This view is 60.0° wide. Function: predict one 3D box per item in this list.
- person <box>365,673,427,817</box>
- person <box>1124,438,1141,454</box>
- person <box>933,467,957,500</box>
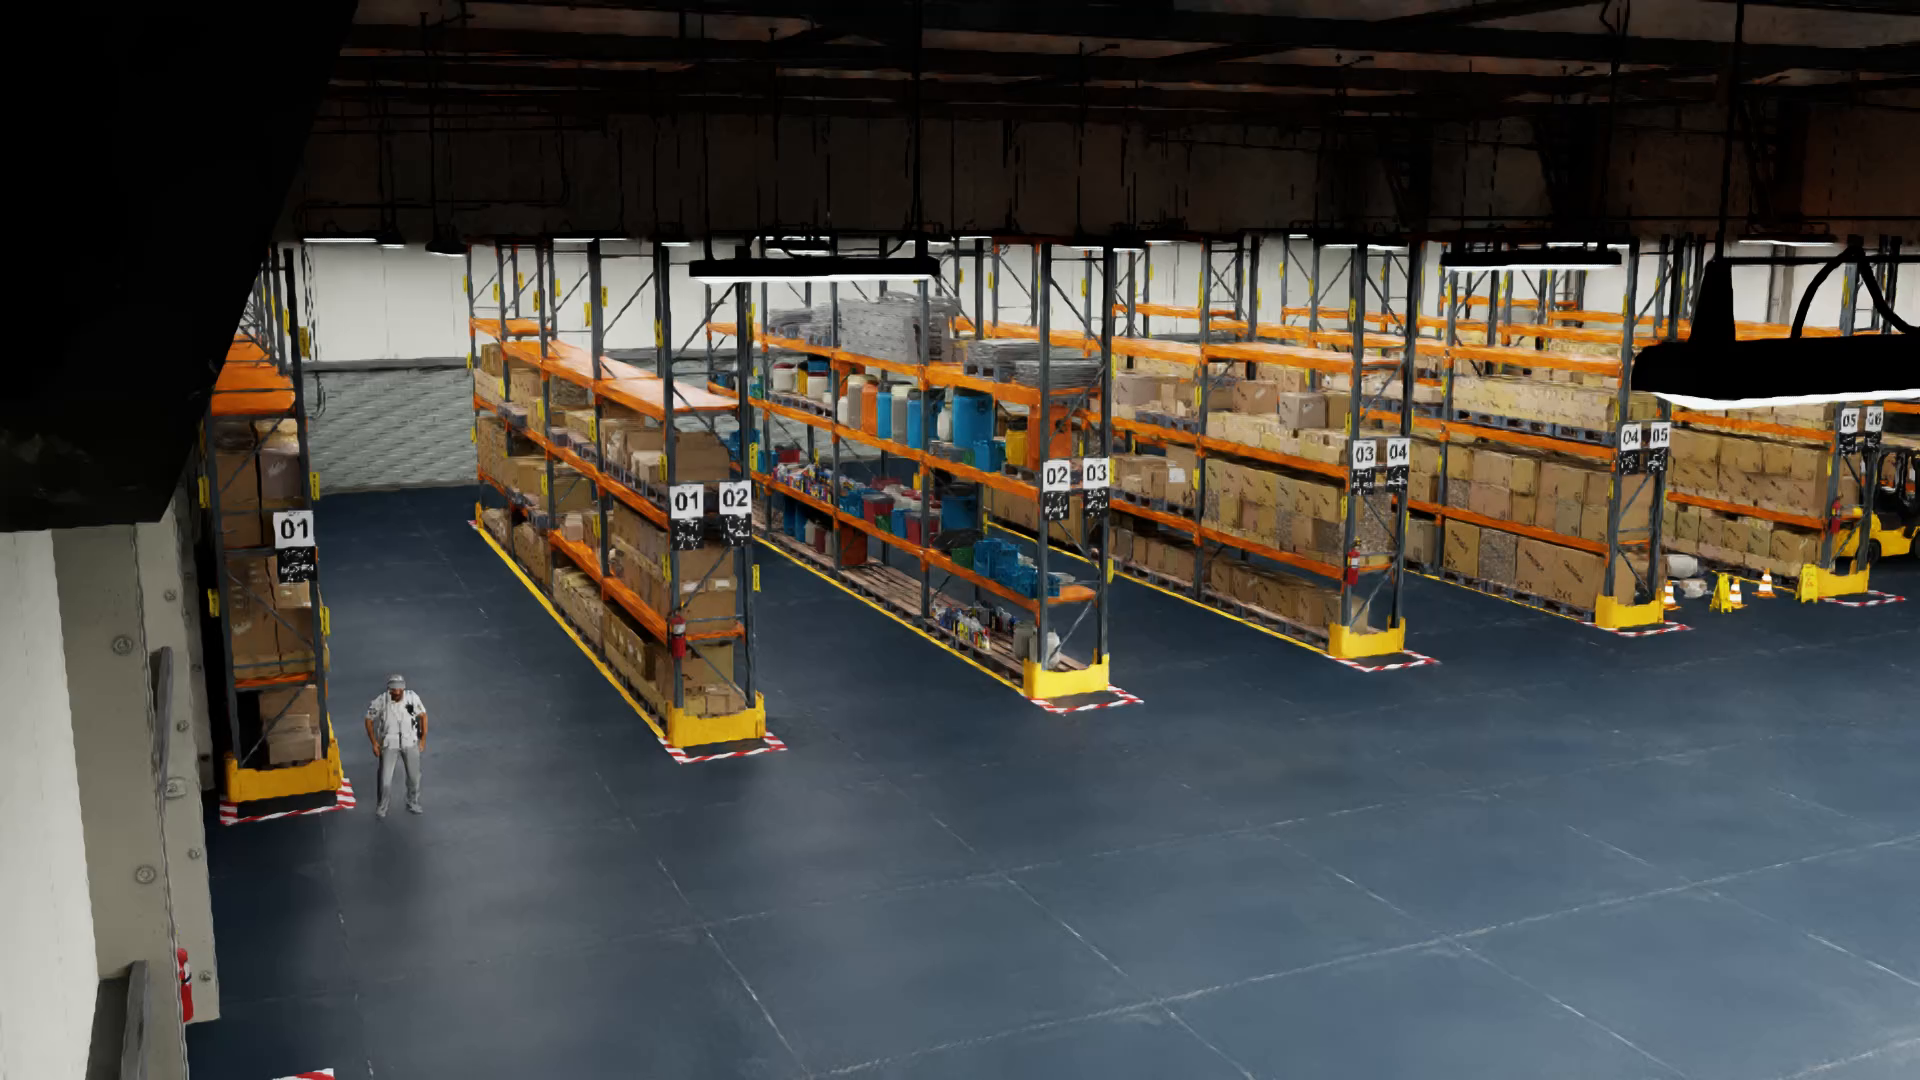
[{"bbox_3d":[-5.985,2.180,17.717,0.625,1.607,0.570,-5,12,-25],"label":"person"},{"bbox_3d":[4.462,-2.747,43.085,0.753,1.575,0.526,8,14,37],"label":"person"},{"bbox_3d":[-0.281,-1.029,33.831,0.584,1.727,0.450,8,14,36],"label":"person"}]
